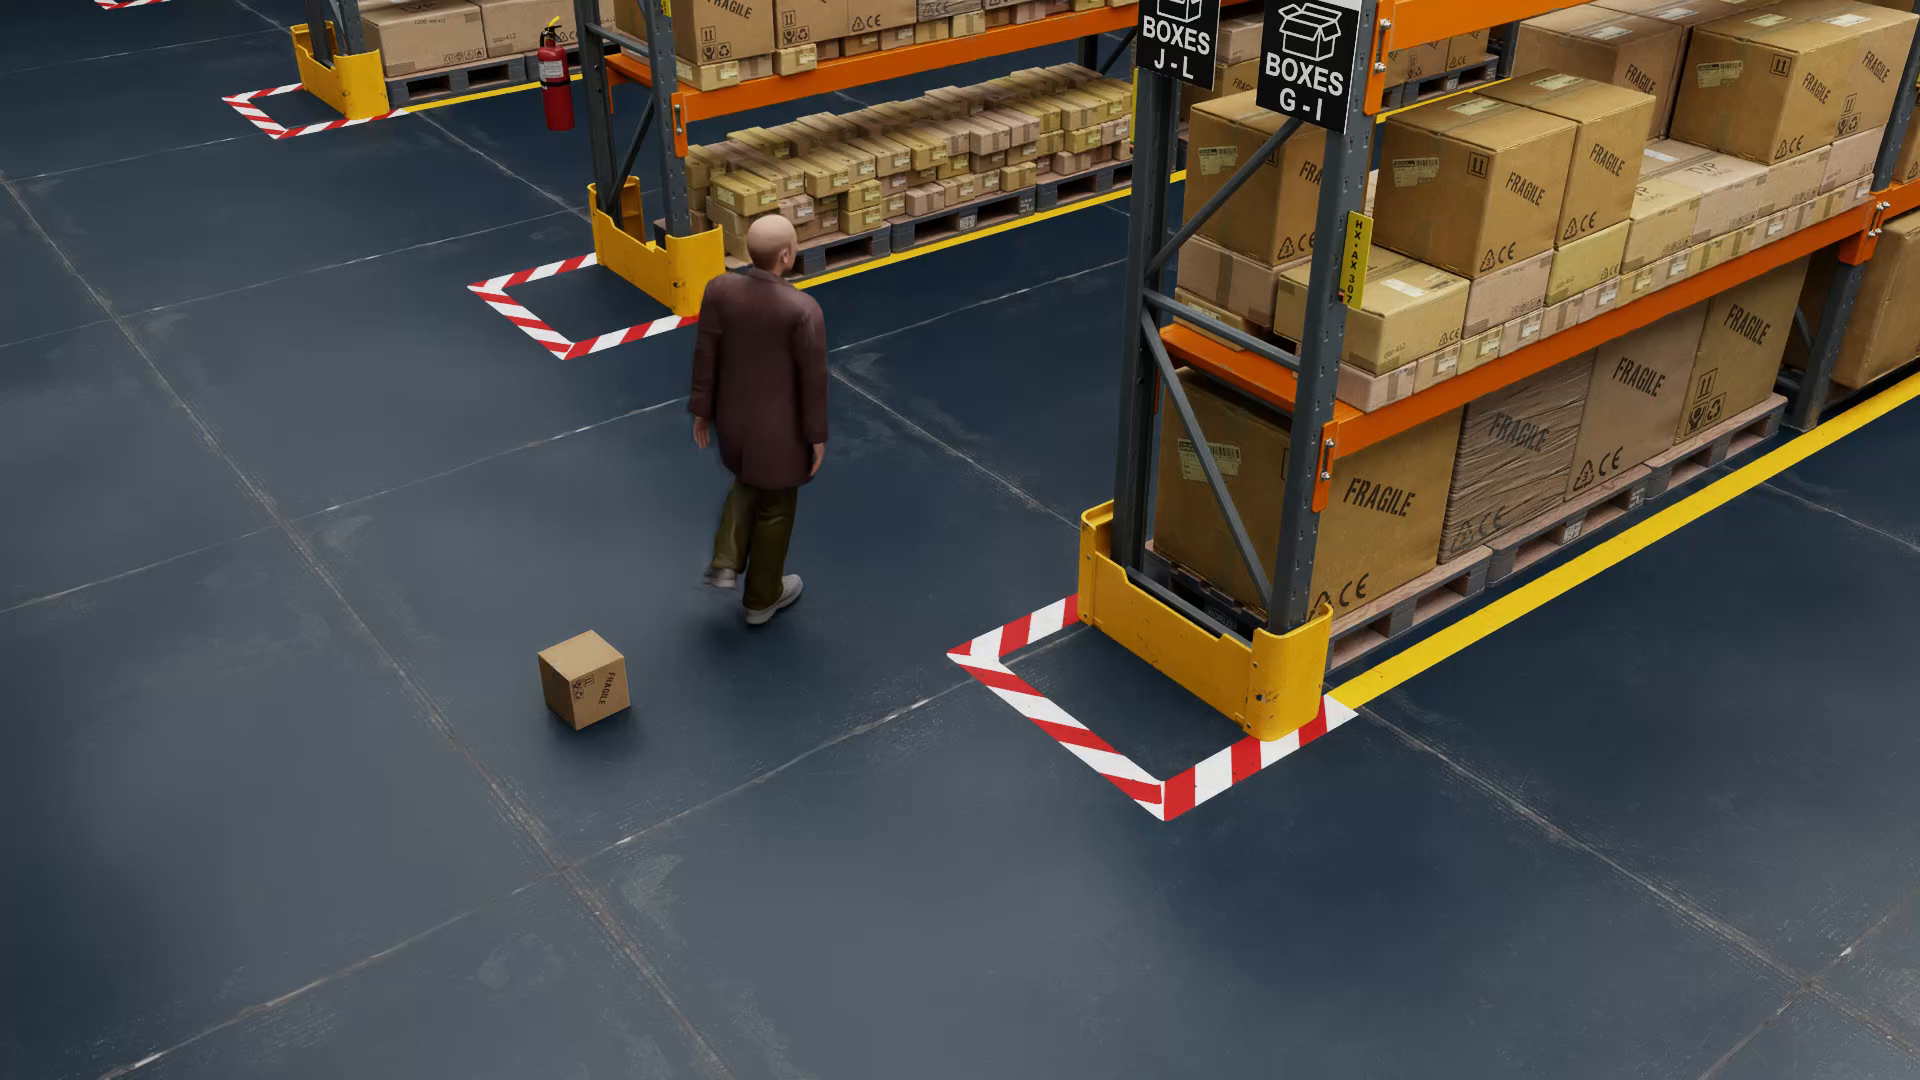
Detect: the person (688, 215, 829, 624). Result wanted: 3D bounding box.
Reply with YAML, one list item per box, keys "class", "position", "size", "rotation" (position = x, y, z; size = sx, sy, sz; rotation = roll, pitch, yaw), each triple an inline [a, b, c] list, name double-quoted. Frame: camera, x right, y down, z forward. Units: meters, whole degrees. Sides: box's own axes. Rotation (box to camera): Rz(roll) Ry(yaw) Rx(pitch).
- class: "person"
  position: [-0.824, -0.469, 6.882]
  size: [0.619, 1.769, 0.552]
  rotation: [14, 34, 21]
